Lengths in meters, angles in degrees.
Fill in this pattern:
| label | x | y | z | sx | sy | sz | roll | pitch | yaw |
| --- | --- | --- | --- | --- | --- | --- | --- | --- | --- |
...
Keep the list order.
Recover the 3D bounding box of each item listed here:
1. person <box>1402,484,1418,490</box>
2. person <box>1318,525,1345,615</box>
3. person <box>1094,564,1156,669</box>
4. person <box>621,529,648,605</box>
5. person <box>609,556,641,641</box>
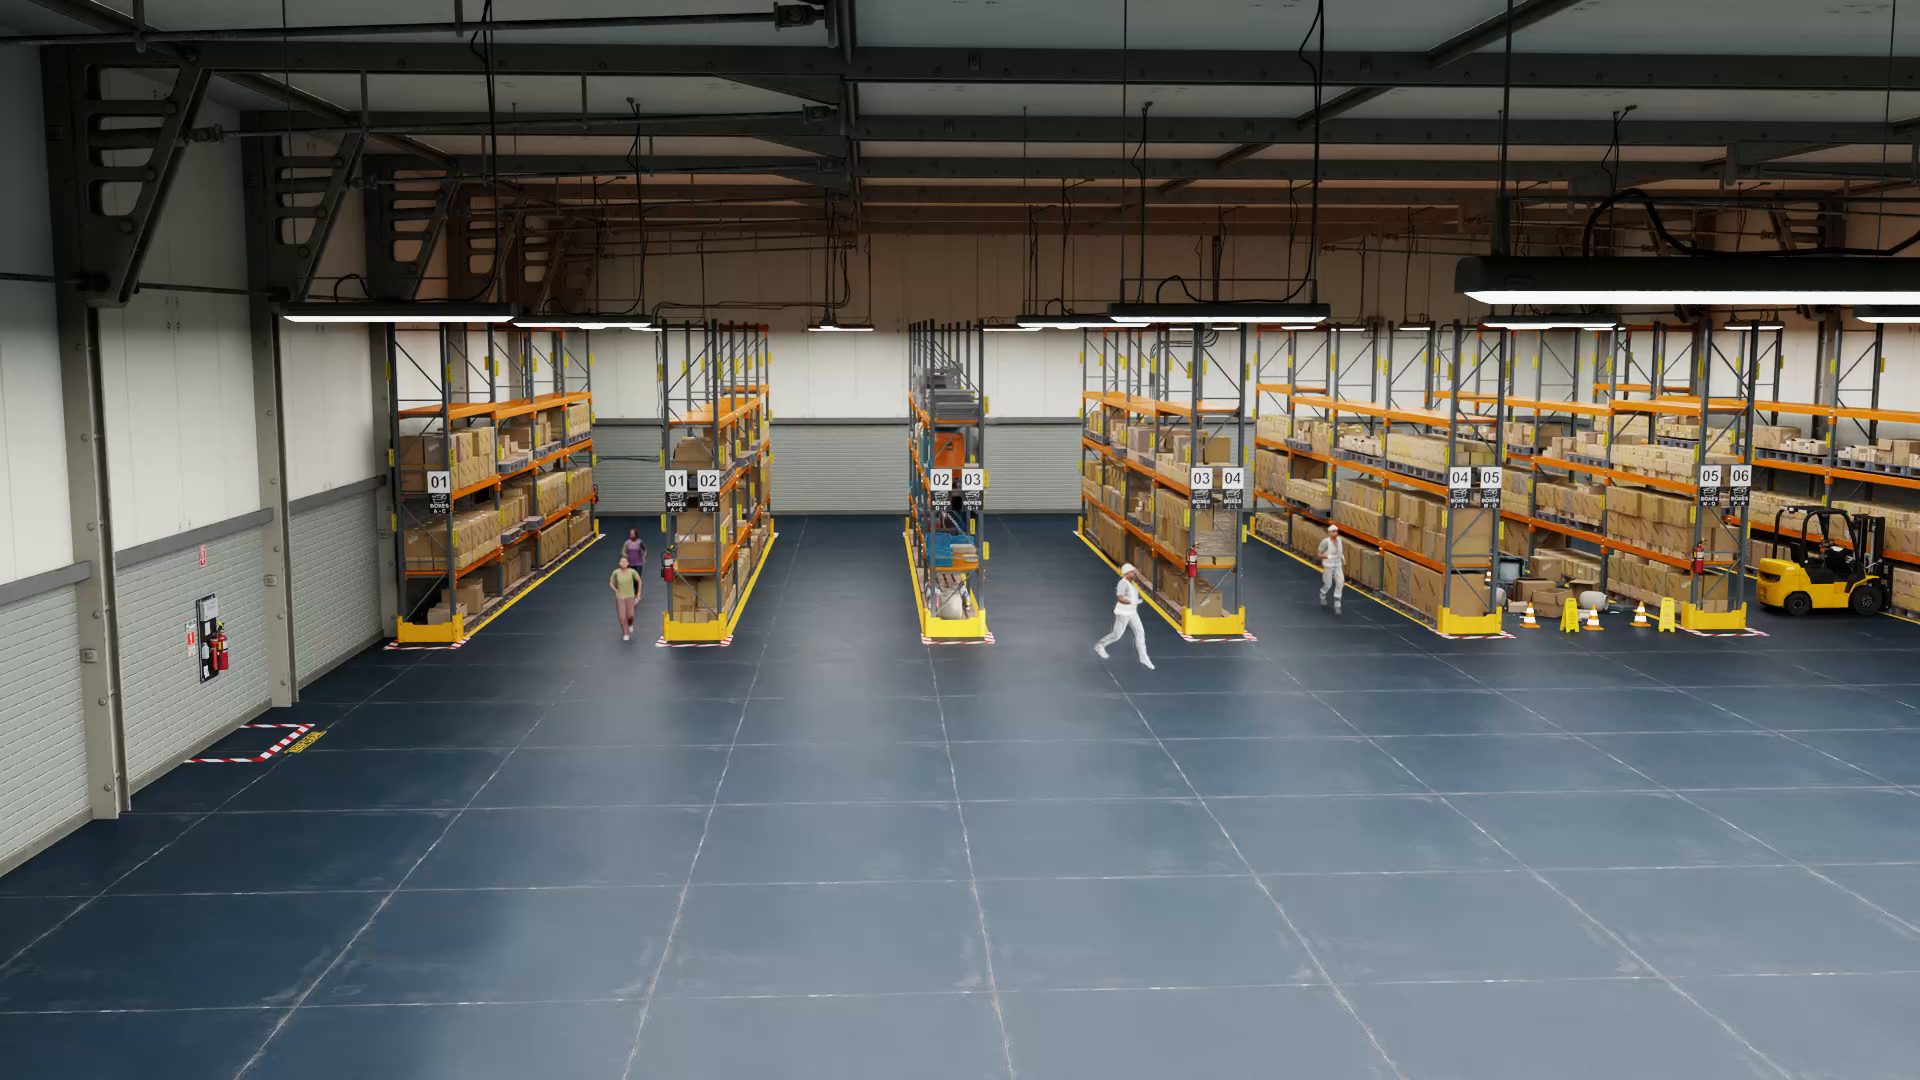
| label | x | y | z | sx | sy | sz | roll | pitch | yaw |
| --- | --- | --- | --- | --- | --- | --- | --- | --- | --- |
| person | 13.324 | -1.170 | 49.218 | 0.791 | 1.691 | 0.578 | -1 | 7 | -8 |
| person | 7.692 | 0.598 | 34.476 | 0.689 | 1.849 | 0.912 | -2 | 7 | -16 |
| person | 2.823 | 1.306 | 28.716 | 1.104 | 1.812 | 0.634 | 4 | 8 | 32 |
| person | -6.966 | 0.549 | 35.607 | 0.546 | 1.587 | 0.813 | -1 | 7 | -6 |
| person | -6.269 | 1.090 | 31.171 | 0.588 | 1.618 | 0.560 | -1 | 7 | -9 |
